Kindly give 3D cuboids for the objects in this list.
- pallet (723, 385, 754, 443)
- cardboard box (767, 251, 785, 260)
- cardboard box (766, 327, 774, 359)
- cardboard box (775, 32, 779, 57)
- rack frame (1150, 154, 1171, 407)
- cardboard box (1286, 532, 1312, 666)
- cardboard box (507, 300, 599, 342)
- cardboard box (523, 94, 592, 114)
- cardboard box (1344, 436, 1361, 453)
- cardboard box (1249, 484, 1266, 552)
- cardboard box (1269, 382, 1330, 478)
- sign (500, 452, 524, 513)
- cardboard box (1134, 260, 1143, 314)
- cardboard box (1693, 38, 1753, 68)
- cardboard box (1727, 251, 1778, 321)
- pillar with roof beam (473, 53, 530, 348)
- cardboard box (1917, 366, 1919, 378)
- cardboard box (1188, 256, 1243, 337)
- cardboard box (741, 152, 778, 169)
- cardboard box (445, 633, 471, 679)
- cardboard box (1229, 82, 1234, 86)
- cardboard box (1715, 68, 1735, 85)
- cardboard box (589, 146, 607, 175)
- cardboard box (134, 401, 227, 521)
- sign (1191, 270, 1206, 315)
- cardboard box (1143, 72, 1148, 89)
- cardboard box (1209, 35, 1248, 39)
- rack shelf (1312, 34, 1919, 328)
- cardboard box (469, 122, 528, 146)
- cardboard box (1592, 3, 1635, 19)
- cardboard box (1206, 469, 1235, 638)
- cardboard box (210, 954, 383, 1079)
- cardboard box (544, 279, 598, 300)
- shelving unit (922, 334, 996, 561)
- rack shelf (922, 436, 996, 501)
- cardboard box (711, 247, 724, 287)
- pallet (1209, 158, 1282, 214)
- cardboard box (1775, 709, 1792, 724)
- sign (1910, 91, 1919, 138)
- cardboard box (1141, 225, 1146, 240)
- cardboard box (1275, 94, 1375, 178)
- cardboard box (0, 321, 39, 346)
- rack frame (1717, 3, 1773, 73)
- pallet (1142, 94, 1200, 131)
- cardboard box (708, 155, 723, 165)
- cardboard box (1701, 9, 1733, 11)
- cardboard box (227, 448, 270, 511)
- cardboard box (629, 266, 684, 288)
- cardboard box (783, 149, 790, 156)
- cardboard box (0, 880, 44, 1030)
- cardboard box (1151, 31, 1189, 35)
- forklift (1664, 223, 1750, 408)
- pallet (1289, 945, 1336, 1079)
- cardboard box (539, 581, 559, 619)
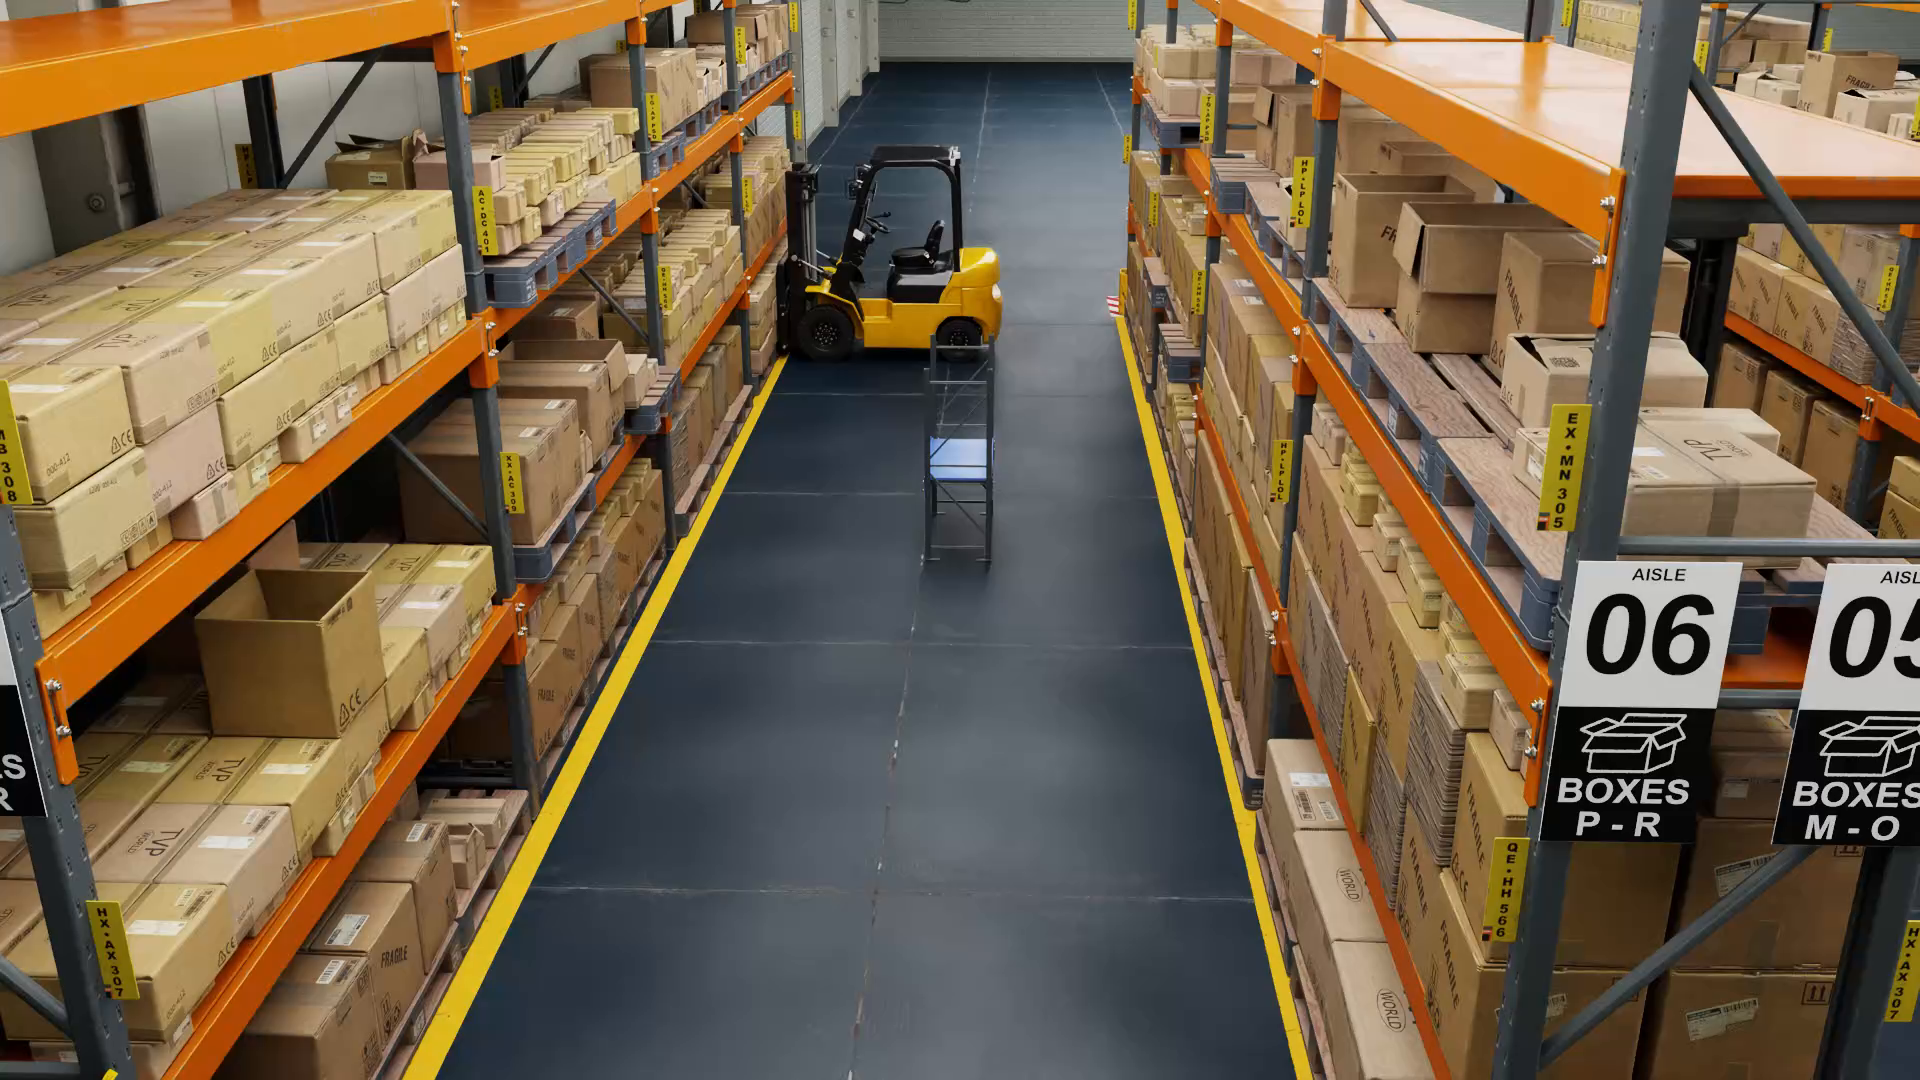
[{"bbox_3d":[-2.557,-1.215,15.867,1.003,0.211,1.213,1,21,2],"label":"pallet"},{"bbox_3d":[-2.169,-3.070,18.634,0.500,0.250,0.500,1,21,2],"label":"cardboard box"},{"bbox_3d":[-2.228,-2.050,17.387,0.500,0.250,0.500,0,21,0],"label":"cardboard box"},{"bbox_3d":[-2.181,-5.411,18.148,0.396,0.266,0.258,1,21,2],"label":"cardboard box"},{"bbox_3d":[2.388,-2.728,15.913,1.000,3.000,0.127,1,21,2],"label":"rack frame"},{"bbox_3d":[1.869,0.285,8.010,0.500,0.500,0.500,1,21,3],"label":"cardboard box"},{"bbox_3d":[-2.867,-1.393,11.754,0.500,0.500,0.500,2,21,4],"label":"cardboard box"},{"bbox_3d":[-2.929,-3.171,12.396,0.500,0.250,0.500,1,21,2],"label":"cardboard box"},{"bbox_3d":[1.919,-0.354,7.376,0.380,0.149,0.250,0,21,1],"label":"cardboard box"},{"bbox_3d":[1.923,-0.115,9.385,0.500,0.250,0.500,0,21,1],"label":"cardboard box"},{"bbox_3d":[1.908,-0.513,8.683,0.500,0.500,0.500,1,21,3],"label":"cardboard box"},{"bbox_3d":[-2.274,-0.289,8.431,0.100,0.325,0.005,1,21,2],"label":"sign"},{"bbox_3d":[2.174,-2.770,18.206,0.500,0.500,0.500,1,21,3],"label":"cardboard box"},{"bbox_3d":[7.097,-4.600,15.670,0.500,0.250,0.500,0,21,1],"label":"cardboard box"},{"bbox_3d":[7.022,-2.206,14.430,0.500,0.500,0.500,1,21,1],"label":"cardboard box"},{"bbox_3d":[0.747,-4.566,12.356,9.100,9.000,0.400,1,21,2],"label":"pillar with roof beam"},{"bbox_3d":[7.002,-1.183,11.698,0.380,0.149,0.250,0,21,1],"label":"cardboard box"},{"bbox_3d":[2.003,-1.830,12.469,0.500,0.500,0.500,0,21,0],"label":"cardboard box"},{"bbox_3d":[-2.190,-4.121,18.057,0.380,0.149,0.250,1,21,3],"label":"cardboard box"},{"bbox_3d":[-2.544,0.535,7.851,0.380,0.149,0.250,1,21,3],"label":"cardboard box"},{"bbox_3d":[2.478,-3.672,13.827,0.500,0.250,0.500,1,21,2],"label":"cardboard box"},{"bbox_3d":[7.031,-4.369,15.624,0.380,0.149,0.250,1,21,1],"label":"cardboard box"},{"bbox_3d":[-2.490,-2.440,10.680,0.380,0.149,0.250,1,21,2],"label":"cardboard box"},{"bbox_3d":[-2.657,-0.251,5.179,0.500,0.250,0.500,1,21,3],"label":"cardboard box"},{"bbox_3d":[1.724,-1.787,11.997,0.100,0.325,0.005,1,21,2],"label":"sign"},{"bbox_3d":[2.140,-4.872,17.639,0.380,0.149,0.250,1,21,2],"label":"cardboard box"},{"bbox_3d":[2.782,-5.147,17.246,0.380,0.149,0.250,1,21,3],"label":"cardboard box"},{"bbox_3d":[2.084,-1.387,5.712,1.077,0.370,4.000,1,21,2],"label":"rack shelf"},{"bbox_3d":[-2.986,-2.580,10.630,0.380,0.149,0.250,1,21,3],"label":"cardboard box"},{"bbox_3d":[7.116,-5.752,18.085,0.380,0.149,0.250,0,21,1],"label":"cardboard box"},{"bbox_3d":[2.131,0.084,11.022,0.875,0.875,0.875,1,21,2],"label":"cardboard box"},{"bbox_3d":[-2.760,1.998,6.607,0.700,0.500,0.500,1,21,4],"label":"cardboard box"},{"bbox_3d":[-2.991,-1.900,12.743,0.380,0.149,0.250,1,21,3],"label":"cardboard box"},{"bbox_3d":[0.003,-0.730,12.837,0.538,1.500,1.048,1,21,2],"label":"shelving unit"},{"bbox_3d":[0.003,-0.562,12.902,0.538,0.185,1.000,1,21,2],"label":"rack shelf"},{"bbox_3d":[-2.362,-2.393,14.566,0.500,0.250,0.500,1,21,3],"label":"cardboard box"},{"bbox_3d":[2.300,-2.359,11.076,1.213,0.211,1.003,2,21,4],"label":"pallet"},{"bbox_3d":[2.370,0.482,5.223,0.380,0.149,0.250,1,21,3],"label":"cardboard box"},{"bbox_3d":[6.663,-2.949,11.512,0.100,0.325,0.005,1,21,2],"label":"sign"},{"bbox_3d":[2.130,-3.283,17.692,0.380,0.149,0.250,1,21,2],"label":"cardboard box"},{"bbox_3d":[2.426,-2.563,10.621,0.700,0.500,0.500,0,21,-1],"label":"cardboard box"},{"bbox_3d":[-3.187,-0.495,5.115,0.500,0.250,0.500,0,21,0],"label":"cardboard box"},{"bbox_3d":[7.342,-5.507,14.782,0.949,2.616,0.053,1,21,2],"label":"rack frame"},{"bbox_3d":[2.263,-3.817,14.832,1.213,0.211,1.003,1,21,2],"label":"pallet"},{"bbox_3d":[-2.751,-4.037,17.841,0.380,0.149,0.250,1,21,2],"label":"cardboard box"},{"bbox_3d":[7.743,-5.375,17.114,0.380,0.149,0.250,1,21,2],"label":"cardboard box"},{"bbox_3d":[-2.578,-0.208,5.619,0.380,0.149,0.250,1,21,1],"label":"cardboard box"},{"bbox_3d":[-2.406,-2.080,13.209,0.380,0.149,0.250,1,21,2],"label":"cardboard box"},{"bbox_3d":[-2.182,-4.448,19.311,0.380,0.149,0.250,1,21,2],"label":"cardboard box"},{"bbox_3d":[-3.189,1.320,5.278,0.500,0.250,0.500,1,21,3],"label":"cardboard box"},{"bbox_3d":[2.240,-5.340,17.742,0.380,0.149,0.250,1,21,1],"label":"cardboard box"},{"bbox_3d":[4.639,-1.106,11.826,1.130,2.935,3.031,1,21,2],"label":"forklift"},{"bbox_3d":[2.009,2.181,7.117,1.003,0.211,1.213,1,21,2],"label":"pallet"},{"bbox_3d":[-2.617,0.358,9.937,0.380,0.149,0.250,0,21,1],"label":"cardboard box"}]
